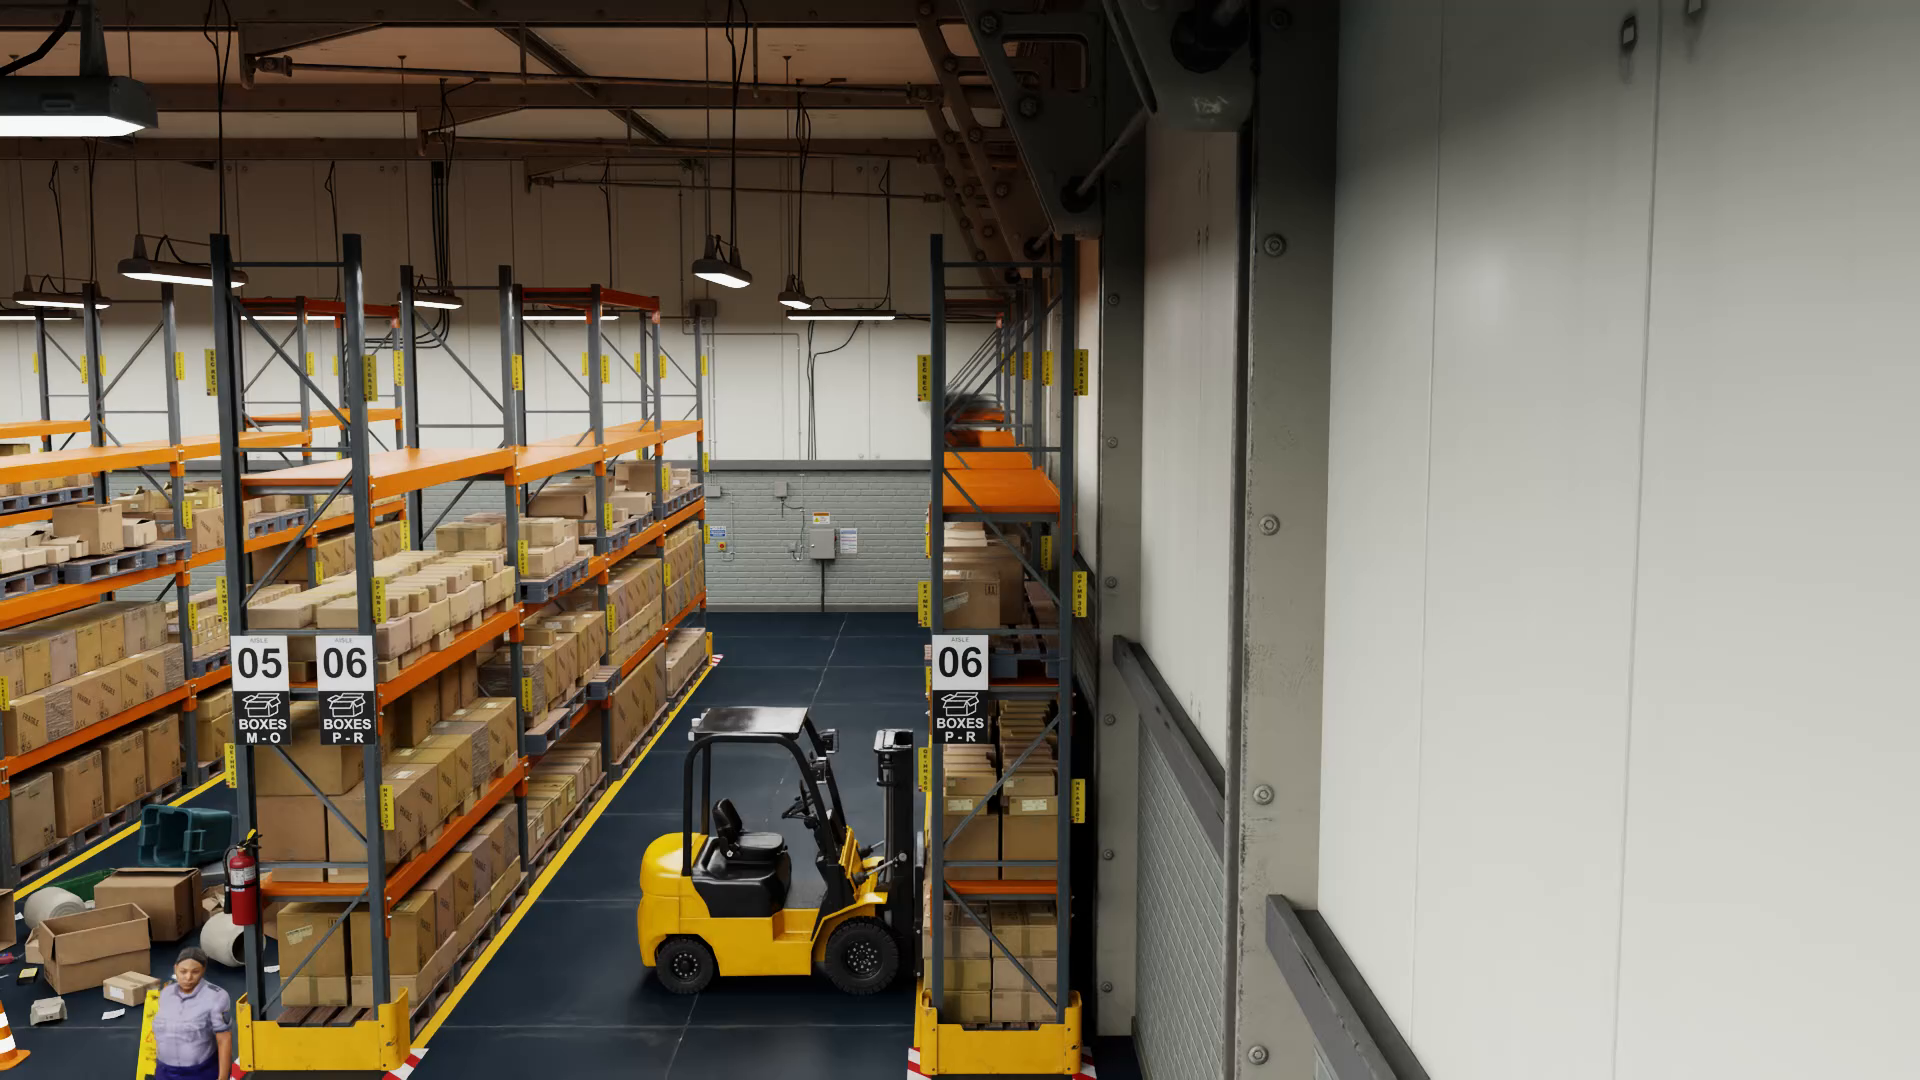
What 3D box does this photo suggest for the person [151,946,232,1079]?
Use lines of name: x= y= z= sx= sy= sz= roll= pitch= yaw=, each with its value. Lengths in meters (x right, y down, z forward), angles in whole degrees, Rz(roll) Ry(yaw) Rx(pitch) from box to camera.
person: x=-4.660 y=3.237 z=10.073 sx=0.583 sy=1.638 sz=0.441 roll=1 pitch=6 yaw=5
